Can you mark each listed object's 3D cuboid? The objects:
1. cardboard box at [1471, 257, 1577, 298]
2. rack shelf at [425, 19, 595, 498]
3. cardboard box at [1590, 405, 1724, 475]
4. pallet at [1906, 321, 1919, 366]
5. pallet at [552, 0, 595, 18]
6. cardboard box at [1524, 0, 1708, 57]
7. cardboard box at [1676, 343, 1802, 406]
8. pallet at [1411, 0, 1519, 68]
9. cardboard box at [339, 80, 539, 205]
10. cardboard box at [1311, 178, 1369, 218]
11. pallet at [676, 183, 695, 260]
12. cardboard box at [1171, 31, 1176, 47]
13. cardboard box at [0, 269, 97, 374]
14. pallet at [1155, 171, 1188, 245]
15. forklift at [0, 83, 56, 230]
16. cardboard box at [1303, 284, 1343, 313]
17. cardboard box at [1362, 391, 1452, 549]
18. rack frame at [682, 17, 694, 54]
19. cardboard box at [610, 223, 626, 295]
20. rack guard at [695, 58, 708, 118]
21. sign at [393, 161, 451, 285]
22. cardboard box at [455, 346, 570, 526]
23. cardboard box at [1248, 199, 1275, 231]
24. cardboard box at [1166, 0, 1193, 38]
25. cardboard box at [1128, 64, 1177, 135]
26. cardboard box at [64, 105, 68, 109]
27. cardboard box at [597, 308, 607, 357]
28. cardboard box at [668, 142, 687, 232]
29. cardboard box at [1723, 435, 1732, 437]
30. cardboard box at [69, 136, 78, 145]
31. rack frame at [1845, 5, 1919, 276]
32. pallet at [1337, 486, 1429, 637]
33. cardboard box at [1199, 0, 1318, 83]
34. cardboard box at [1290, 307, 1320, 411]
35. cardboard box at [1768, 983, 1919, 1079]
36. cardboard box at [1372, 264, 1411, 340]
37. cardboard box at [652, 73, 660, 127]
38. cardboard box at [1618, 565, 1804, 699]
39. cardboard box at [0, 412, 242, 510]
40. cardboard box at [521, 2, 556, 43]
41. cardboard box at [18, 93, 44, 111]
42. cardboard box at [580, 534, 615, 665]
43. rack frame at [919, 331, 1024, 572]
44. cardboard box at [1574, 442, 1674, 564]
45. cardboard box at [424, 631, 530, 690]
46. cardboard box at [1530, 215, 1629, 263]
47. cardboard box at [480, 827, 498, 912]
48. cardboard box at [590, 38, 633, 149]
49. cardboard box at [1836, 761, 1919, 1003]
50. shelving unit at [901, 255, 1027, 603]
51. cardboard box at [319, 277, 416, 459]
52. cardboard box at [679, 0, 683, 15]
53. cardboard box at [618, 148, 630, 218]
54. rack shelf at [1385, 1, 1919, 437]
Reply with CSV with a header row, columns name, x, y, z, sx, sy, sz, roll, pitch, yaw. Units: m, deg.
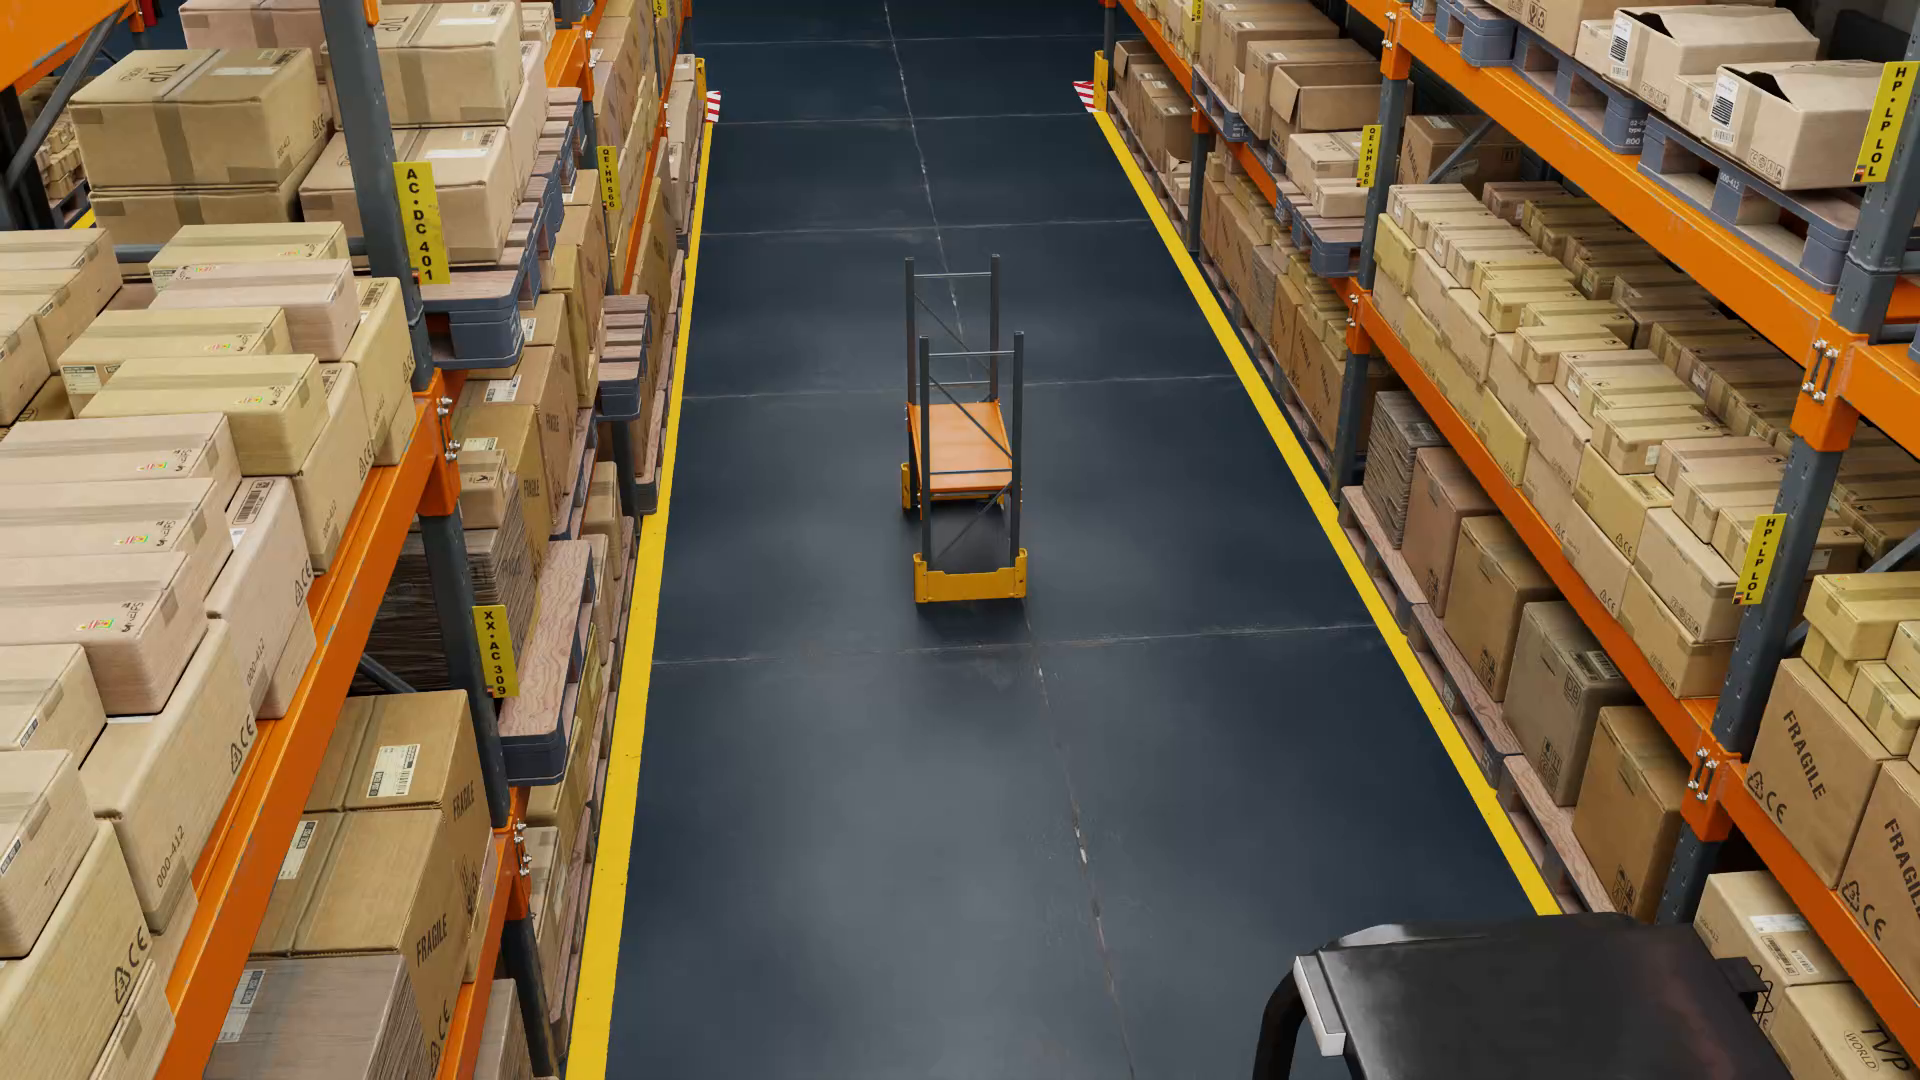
name,x,y,z,sx,sy,sz,roll,pitch,yaw
cardboard box,2.555,-1.166,7.548,0.380,0.149,0.250,-2,31,-4
rack shelf,-2.102,-1.266,6.221,1.077,0.370,4.000,-3,31,-5
cardboard box,2.604,-0.377,6.226,0.380,0.149,0.250,-4,31,-6
pallet,3.132,-0.321,4.024,1.003,0.211,1.213,-3,31,-5
pallet,-2.402,-2.841,8.340,1.213,0.211,1.003,-1,31,-2
cardboard box,2.573,-2.201,6.479,0.500,0.500,0.500,-2,31,-3
cardboard box,3.140,-0.670,6.717,0.380,0.149,0.250,-3,31,-5
pallet,2.805,-2.412,7.623,1.213,0.211,1.003,-1,31,-2
cardboard box,-1.619,-1.246,5.222,0.500,0.250,0.500,-3,31,-5
cardboard box,2.209,-1.937,9.404,0.380,0.149,0.250,-2,31,-4
pallet,-2.656,-2.545,13.305,1.003,0.211,1.213,-3,31,-5
cardboard box,1.906,-4.032,13.319,0.380,0.149,0.250,-2,31,-3
cardboard box,-2.158,-0.480,3.671,0.380,0.149,0.250,-2,31,-3
pallet,2.216,-2.743,13.637,1.003,0.211,1.213,-3,31,-5
forklift,-4.832,-0.840,7.799,1.130,2.935,3.031,-2,31,-4
cardboard box,2.317,-1.448,10.144,0.380,0.149,0.250,-4,31,-6
cardboard box,2.697,-0.390,8.883,0.875,0.625,0.625,-2,31,-3
rack frame,-3.037,-5.393,15.353,1.000,3.000,0.127,-3,31,-5
cardboard box,-2.084,-1.506,8.992,0.500,0.250,0.500,-3,31,-5
rack guard,-3.039,-4.332,16.014,1.175,0.500,0.348,-3,31,-5
sign,-1.376,-0.806,4.244,0.100,0.325,0.005,-3,31,-5
cardboard box,-1.754,-0.379,6.162,0.500,0.500,0.500,-3,31,-5
cardboard box,2.211,-2.243,11.475,0.380,0.149,0.250,-3,31,-5
cardboard box,1.927,-4.157,13.140,0.500,0.250,0.500,-3,31,-4
cardboard box,1.909,-3.984,15.023,0.700,0.500,0.500,-2,31,-3
cardboard box,-7.576,-3.665,14.251,0.380,0.149,0.250,-4,31,-7
cardboard box,-1.859,-0.965,7.775,0.380,0.149,0.250,-3,31,-5
cardboard box,-2.615,-2.756,13.028,0.875,0.438,0.875,-3,31,-5
cardboard box,3.197,-0.184,6.292,0.500,0.250,0.500,-3,31,-5
cardboard box,-7.505,-3.271,13.882,0.380,0.149,0.250,-1,31,-2
rack frame,3.026,-2.081,3.959,1.000,3.000,0.127,-3,31,-5
pallet,2.691,0.071,8.924,1.003,0.211,1.213,-3,31,-5
cardboard box,2.101,-3.556,11.770,0.700,0.500,0.500,-2,31,-3
cardboard box,2.363,-1.117,10.222,0.500,0.500,0.500,-3,31,-5
cardboard box,2.797,1.589,4.962,0.500,0.250,0.500,-3,31,-5
cardboard box,2.451,-1.245,8.556,0.500,0.250,0.500,-3,31,-4
cardboard box,-2.370,-3.069,11.609,0.500,0.250,0.500,-3,31,-6
cardboard box,2.719,0.314,5.945,0.500,0.250,0.500,-2,31,-3
cardboard box,-1.556,-0.106,3.044,0.380,0.149,0.250,-3,31,-6
cardboard box,-2.051,-2.337,7.558,0.380,0.149,0.250,-3,31,-5
cardboard box,-8.203,-3.762,14.414,0.380,0.149,0.250,-3,31,-5
cardboard box,-2.169,0.305,7.967,0.950,0.372,0.625,-3,31,-6
rack frame,0.055,-0.341,8.358,0.500,1.500,0.032,-3,31,-5
cardboard box,2.671,-0.157,6.246,0.500,0.250,0.500,-4,31,-6
cardboard box,-1.652,0.364,5.550,0.380,0.149,0.250,-2,31,-4
cardboard box,2.984,-1.449,8.021,0.380,0.149,0.250,-3,31,-5
cardboard box,-1.582,0.991,4.910,0.380,0.149,0.250,-3,31,-5
cardboard box,-2.181,-2.561,9.541,0.500,0.500,0.500,-2,31,-3
cardboard box,2.873,0.956,4.627,0.500,0.500,0.500,-2,31,-4
shelving unit,0.007,-0.605,8.800,0.587,1.500,1.083,-3,31,-5
cardboard box,-1.606,-0.404,3.932,0.500,0.250,0.500,-3,31,-5
cardboard box,-2.638,-4.683,14.067,0.500,0.500,0.500,-2,31,-3
cardboard box,-2.138,-1.993,9.320,0.500,0.250,0.500,-2,31,-3
rack shelf,2.839,-1.506,6.622,1.077,0.370,4.000,-3,31,-5
